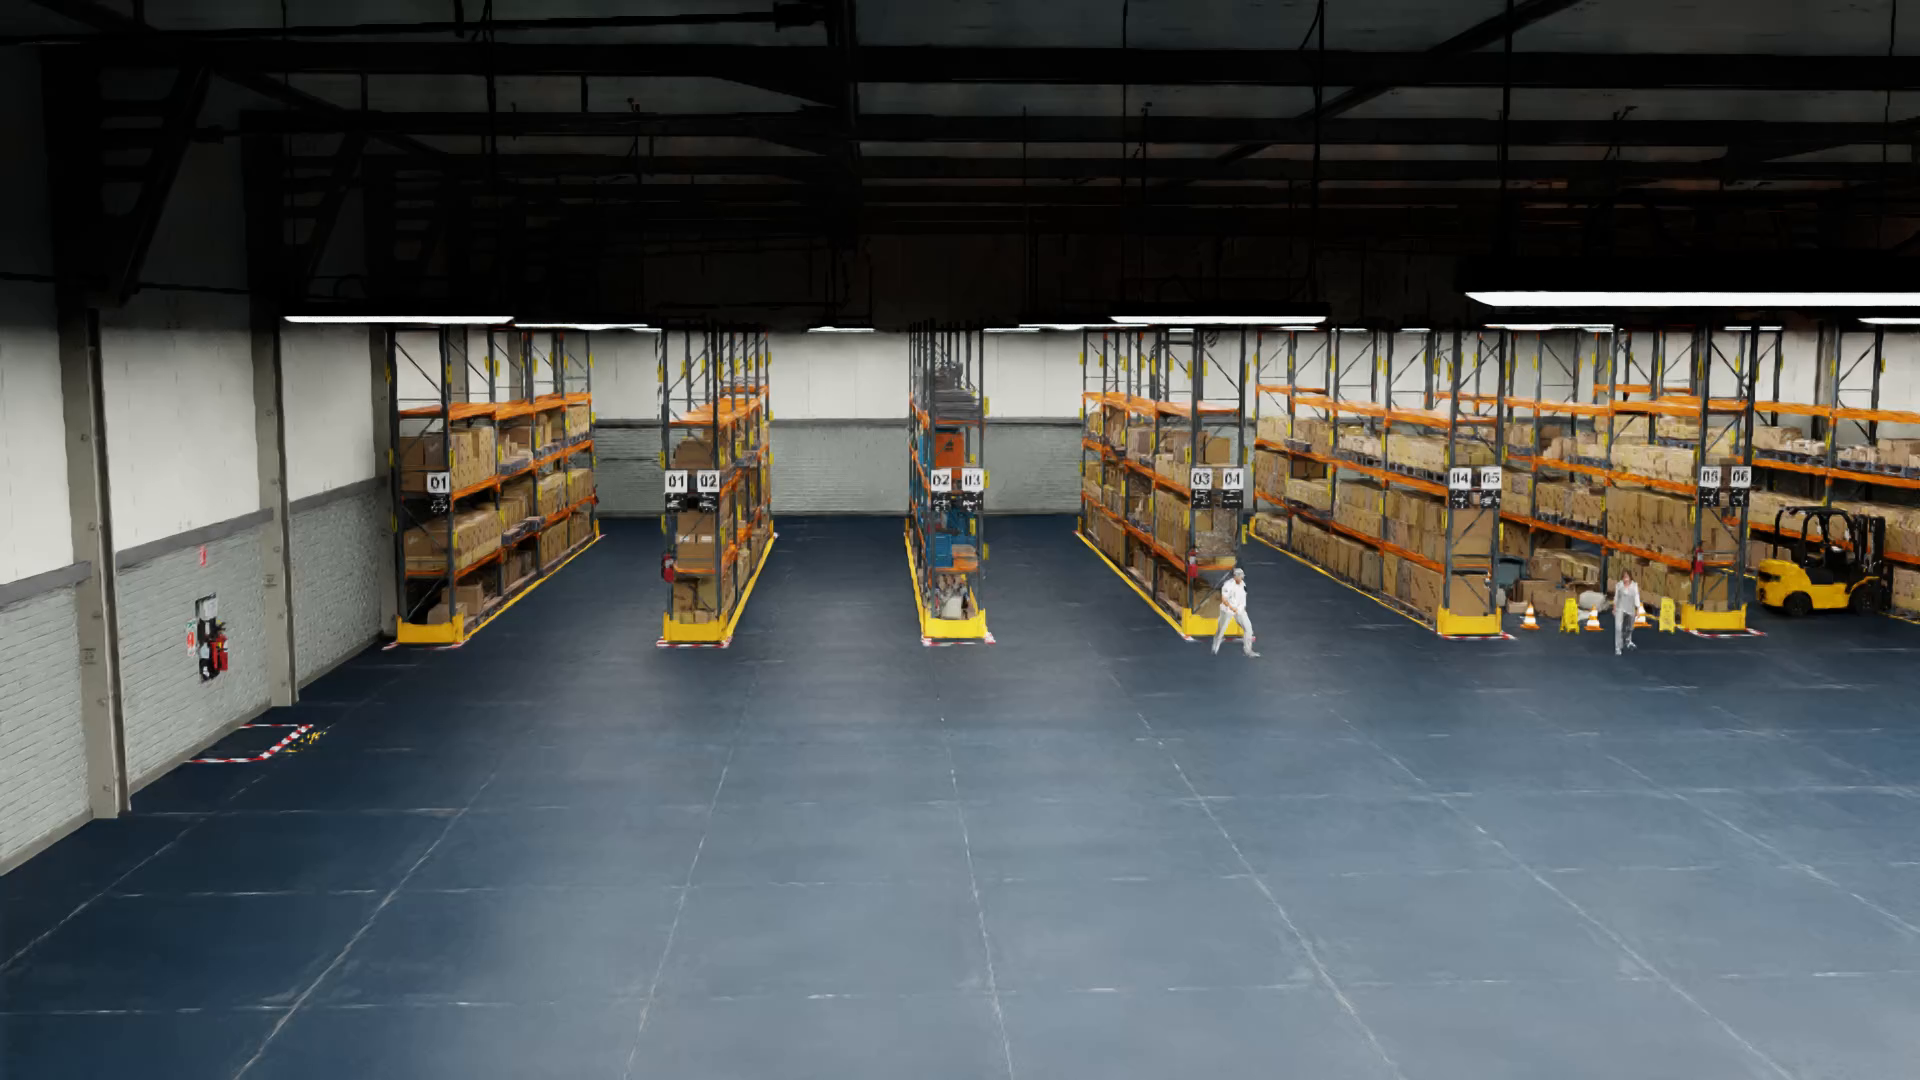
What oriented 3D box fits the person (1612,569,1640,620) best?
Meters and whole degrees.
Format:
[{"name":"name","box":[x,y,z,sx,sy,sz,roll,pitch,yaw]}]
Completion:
[{"name":"person","box":[11.973,0.967,29.845,0.449,0.920,0.362,2,7,18]}]

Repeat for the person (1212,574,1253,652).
[{"name":"person","box":[4.869,1.238,29.705,0.591,1.516,0.800,-3,7,-20]}]
